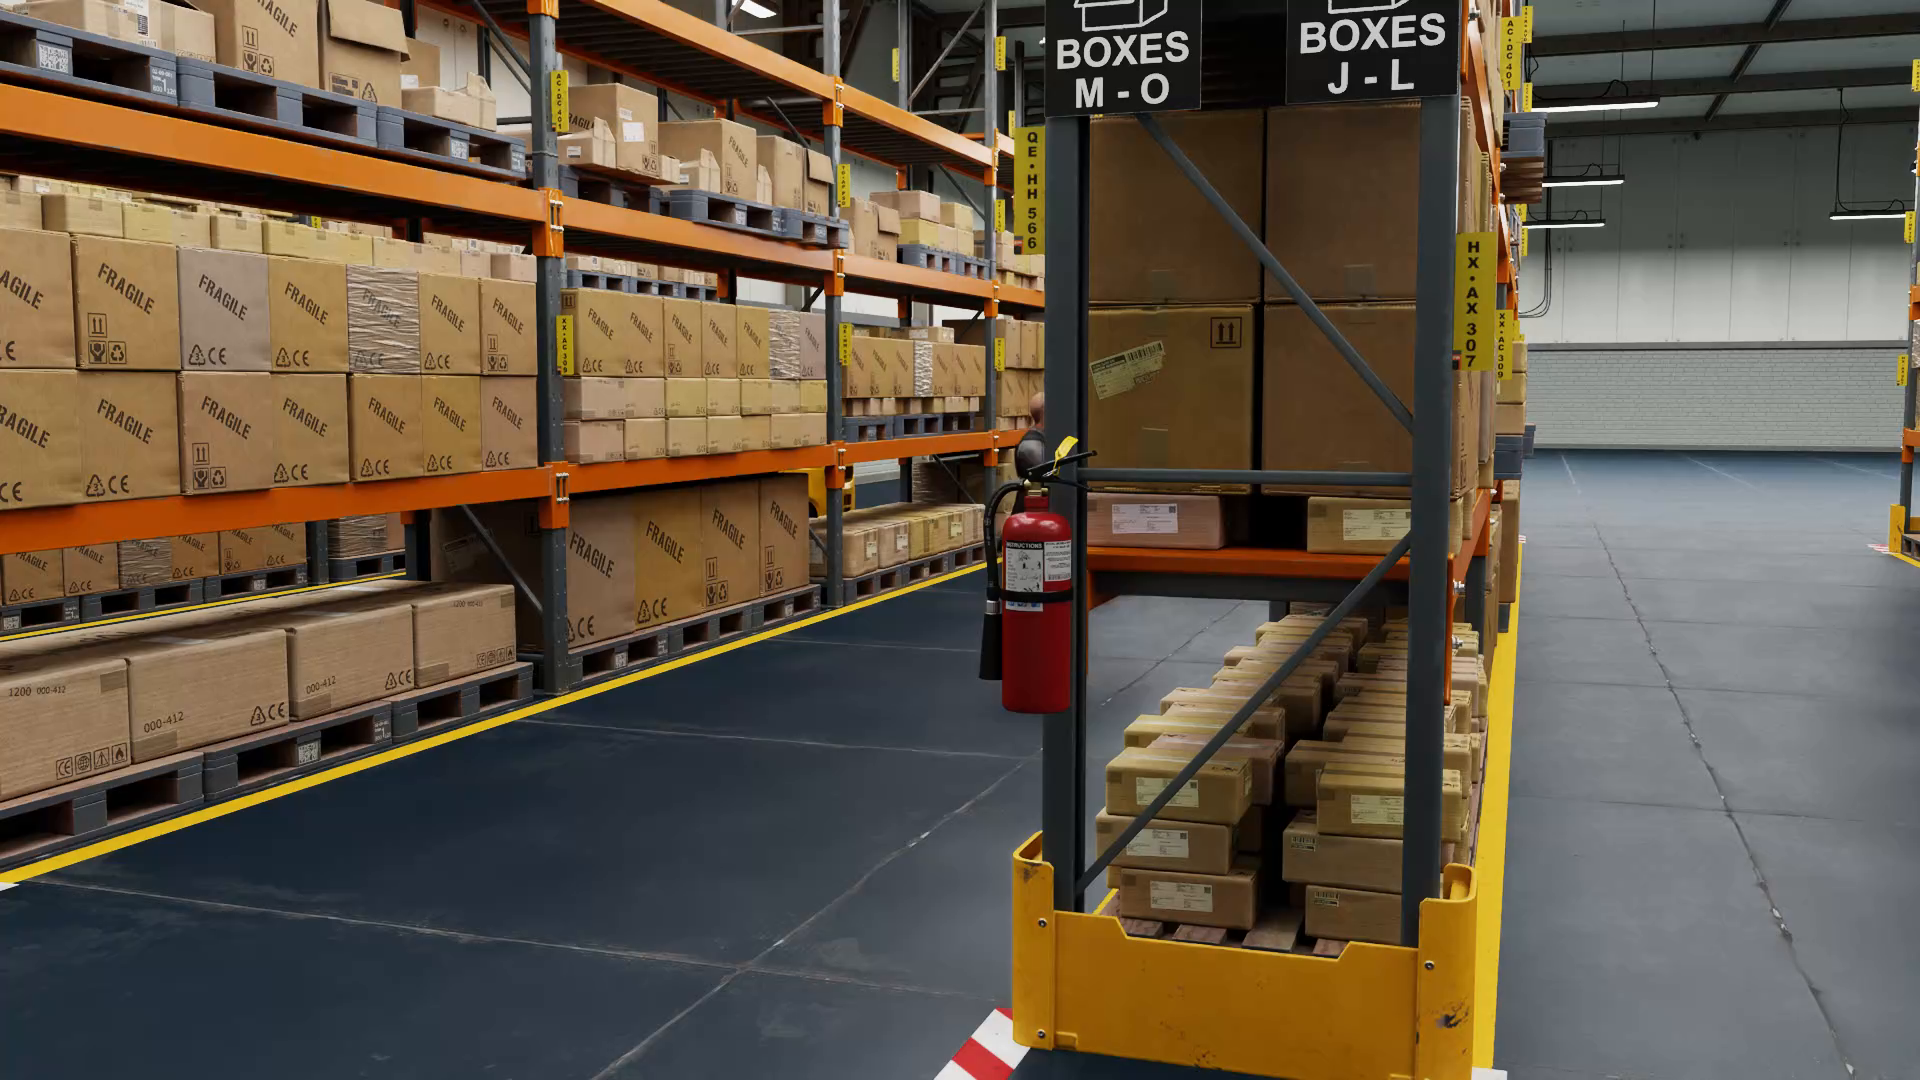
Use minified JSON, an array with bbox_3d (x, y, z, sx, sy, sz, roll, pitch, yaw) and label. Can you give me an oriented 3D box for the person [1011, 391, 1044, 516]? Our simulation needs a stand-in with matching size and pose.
[{"bbox_3d":[0.586,-0.010,9.764,0.560,1.721,0.495,2,5,18],"label":"person"}]
